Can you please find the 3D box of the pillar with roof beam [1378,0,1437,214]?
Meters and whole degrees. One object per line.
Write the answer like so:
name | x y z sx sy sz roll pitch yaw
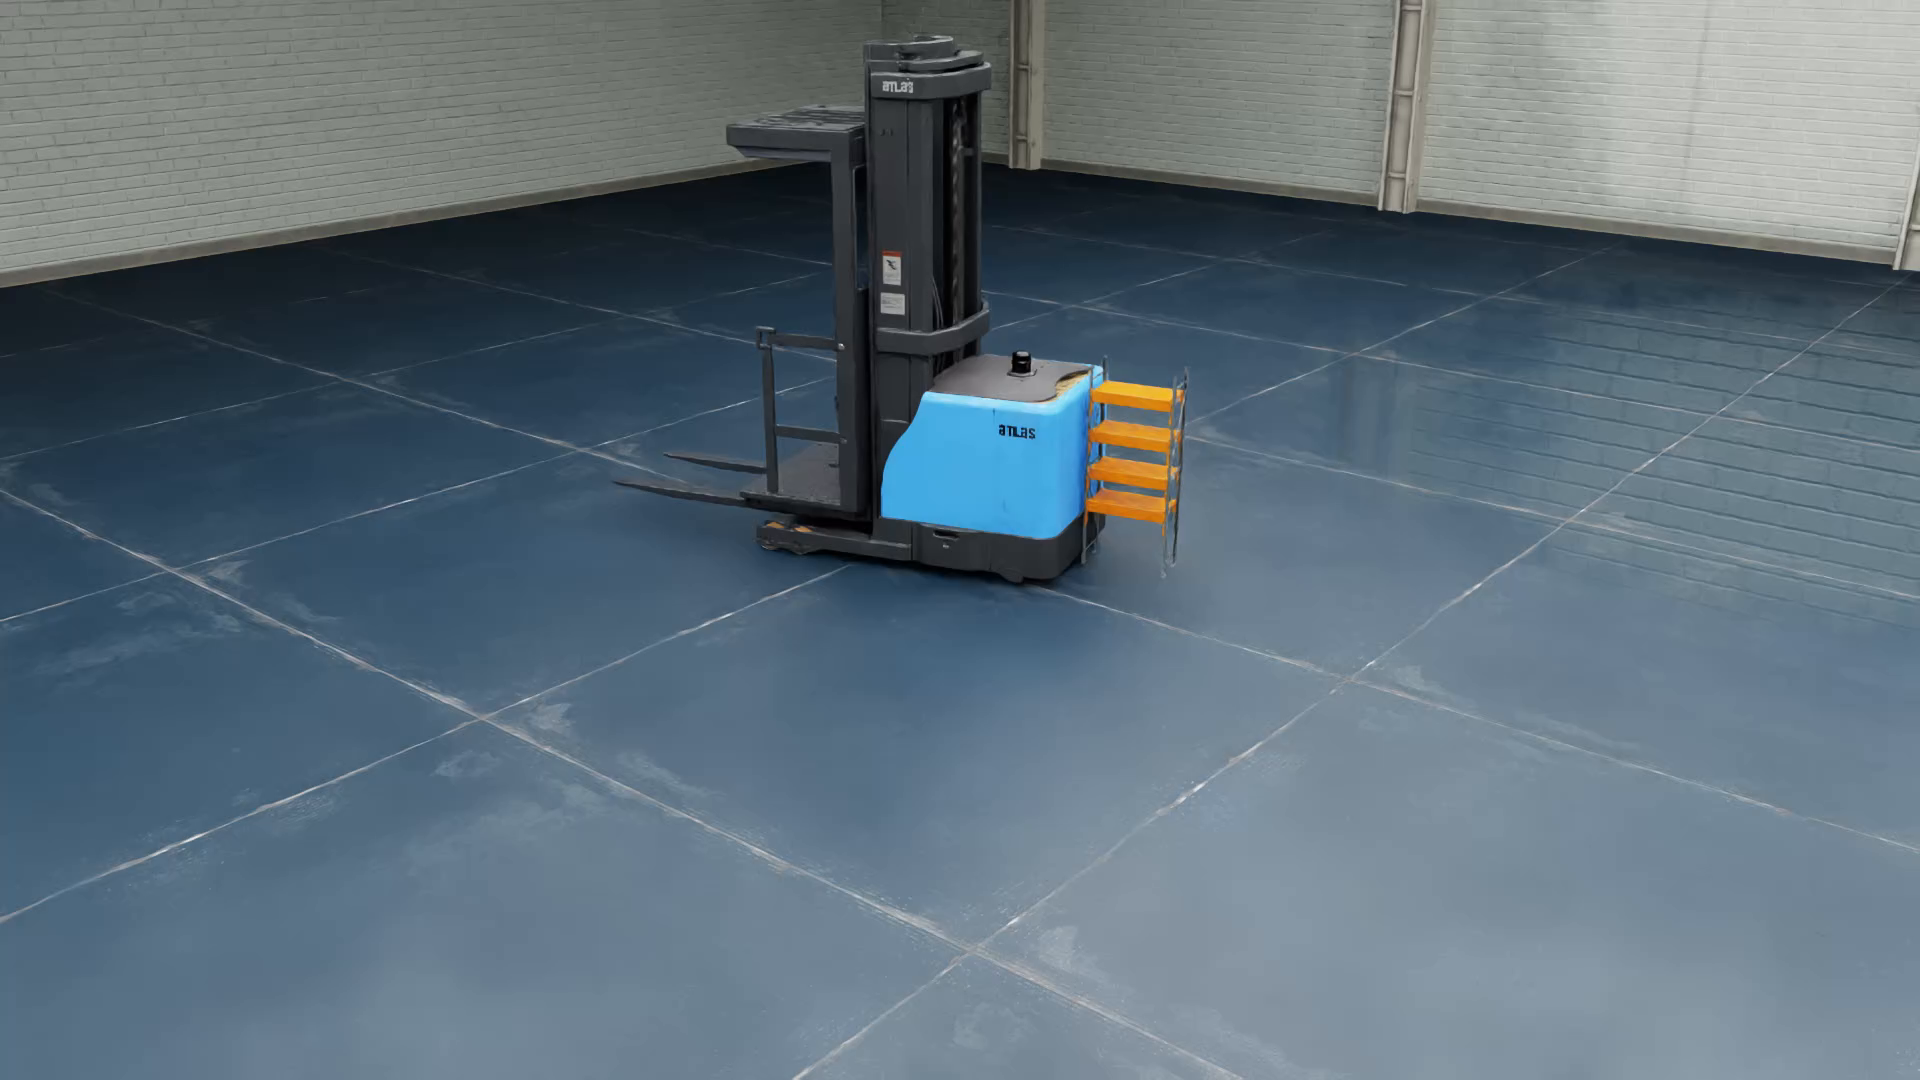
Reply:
pillar with roof beam | 2.908 -7.278 16.715 0.400 9.000 9.100 16 26 36

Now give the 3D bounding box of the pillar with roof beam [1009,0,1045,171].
pillar with roof beam | -1.740 -8.617 20.264 0.400 9.000 9.100 16 26 36

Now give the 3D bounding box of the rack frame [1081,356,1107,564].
rack frame | 0.779 -0.457 9.654 0.015 1.200 0.240 10 23 22

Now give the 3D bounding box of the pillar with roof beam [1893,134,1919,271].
pillar with roof beam | 7.557 -5.939 13.165 0.400 9.000 9.100 16 26 36

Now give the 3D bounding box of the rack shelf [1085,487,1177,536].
rack shelf | 0.997 -0.169 9.657 0.480 0.148 0.258 10 23 22

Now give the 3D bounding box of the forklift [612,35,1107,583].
forklift | -0.680 -1.444 9.844 3.031 2.935 1.130 8 22 21

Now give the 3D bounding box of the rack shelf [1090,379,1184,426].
rack shelf | 1.007 -0.784 9.420 0.480 0.148 0.258 10 23 22

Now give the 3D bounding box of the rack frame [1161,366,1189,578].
rack frame | 1.223 -0.378 9.469 0.015 1.200 0.240 10 23 22

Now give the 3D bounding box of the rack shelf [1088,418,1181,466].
rack shelf | 1.003 -0.563 9.505 0.480 0.148 0.258 10 23 22

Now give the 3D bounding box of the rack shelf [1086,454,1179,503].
rack shelf | 1.000 -0.355 9.586 0.480 0.148 0.258 10 23 22

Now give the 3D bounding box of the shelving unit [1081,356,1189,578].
shelving unit | 1.001 -0.417 9.562 0.503 1.200 0.258 10 23 22
